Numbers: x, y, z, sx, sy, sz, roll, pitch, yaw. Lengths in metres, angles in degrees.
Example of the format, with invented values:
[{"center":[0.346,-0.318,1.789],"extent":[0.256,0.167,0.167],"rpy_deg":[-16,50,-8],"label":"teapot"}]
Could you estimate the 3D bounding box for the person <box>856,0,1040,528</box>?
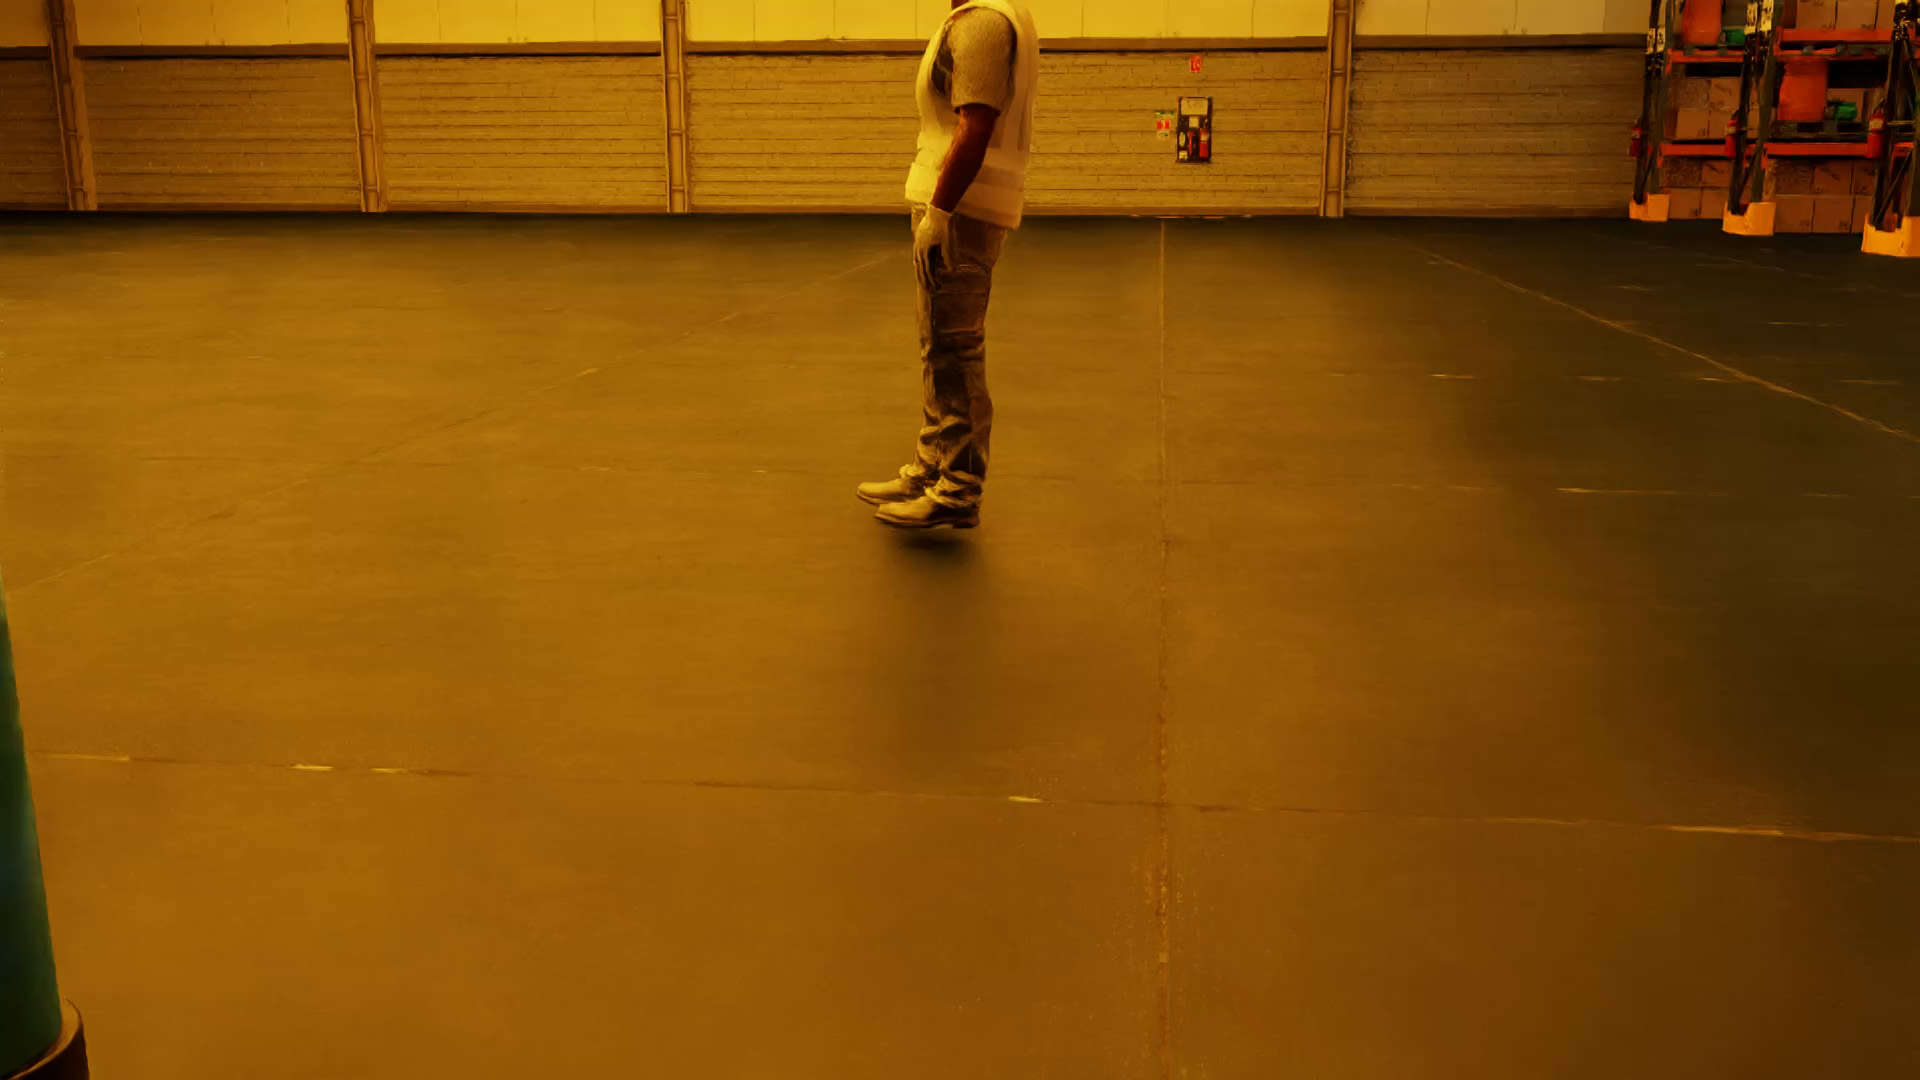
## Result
[{"center":[-0.071,-0.917,4.749],"extent":[0.576,1.782,0.655],"rpy_deg":[2,13,7],"label":"person"}]
